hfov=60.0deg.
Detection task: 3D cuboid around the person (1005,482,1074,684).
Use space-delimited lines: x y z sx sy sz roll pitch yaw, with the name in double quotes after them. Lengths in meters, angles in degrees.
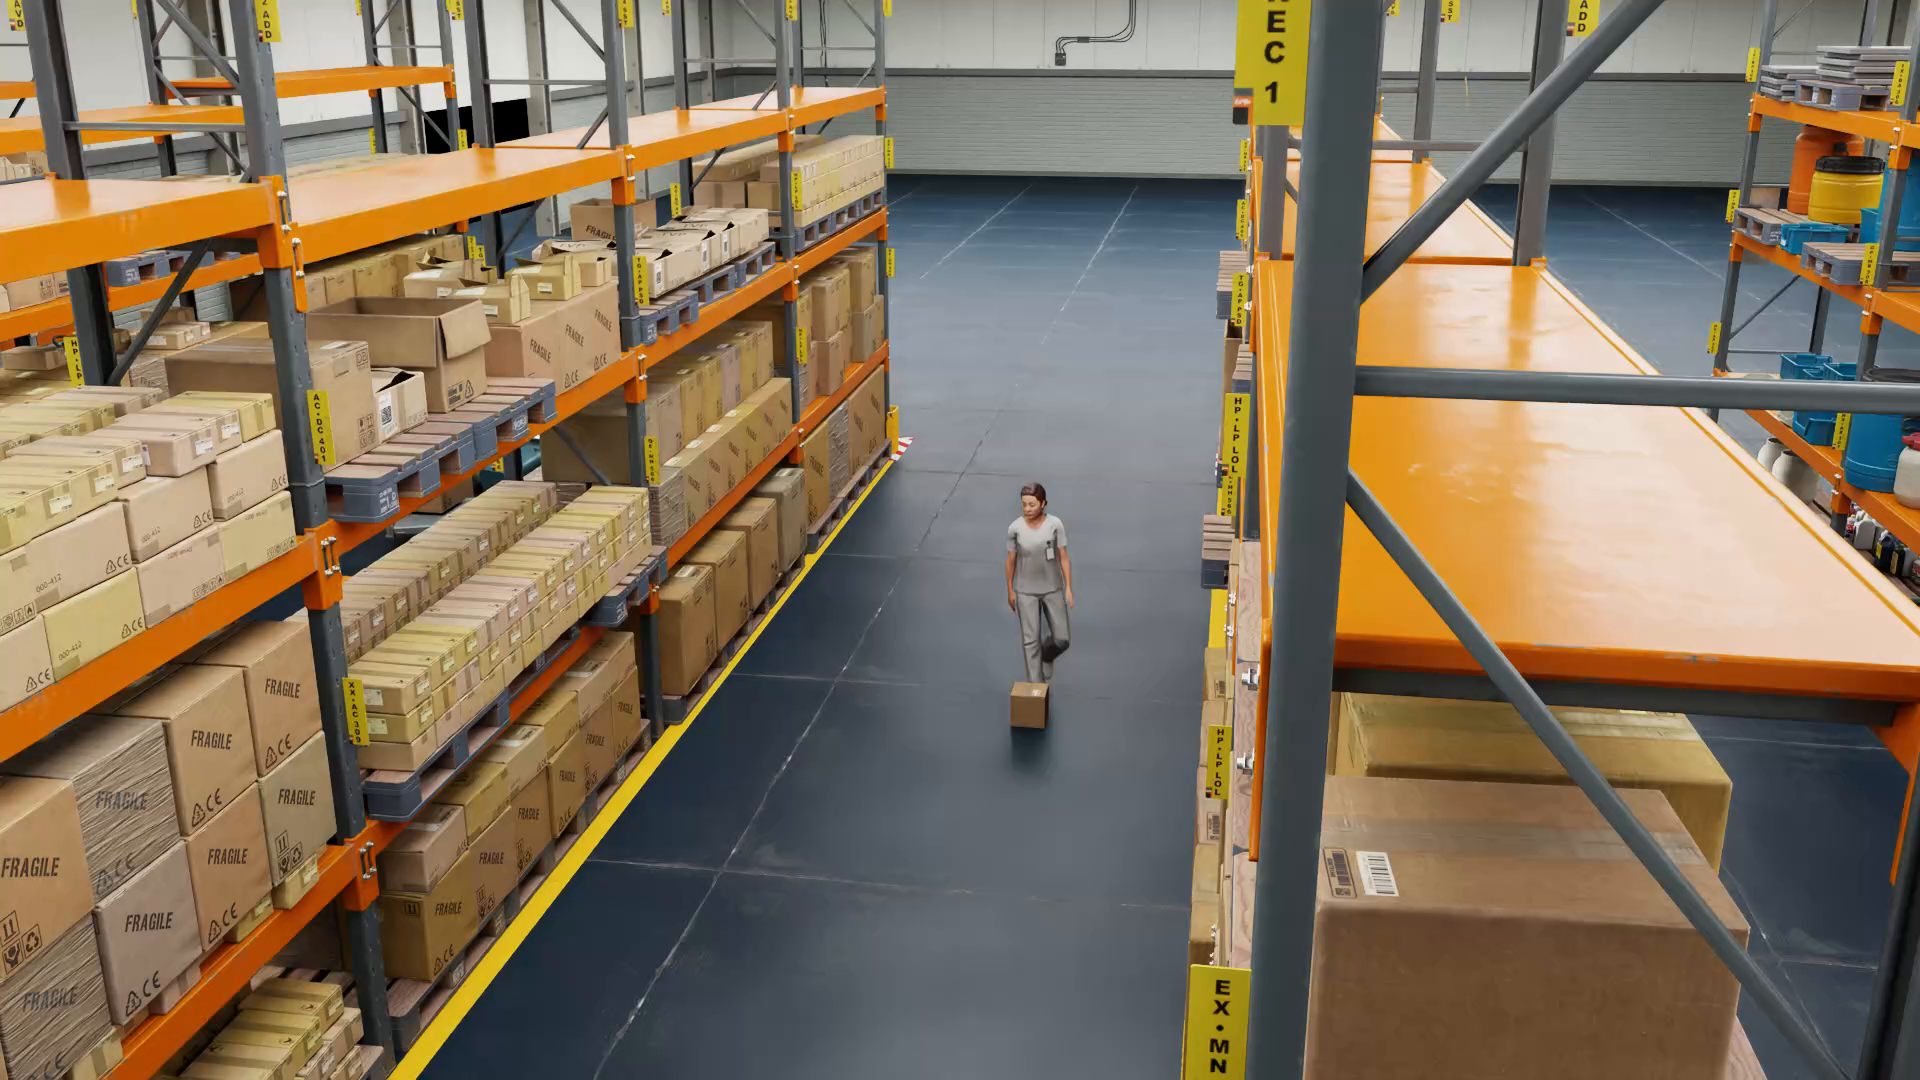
0.590 0.398 12.264 0.506 1.657 0.692 0 18 -1 "person"
